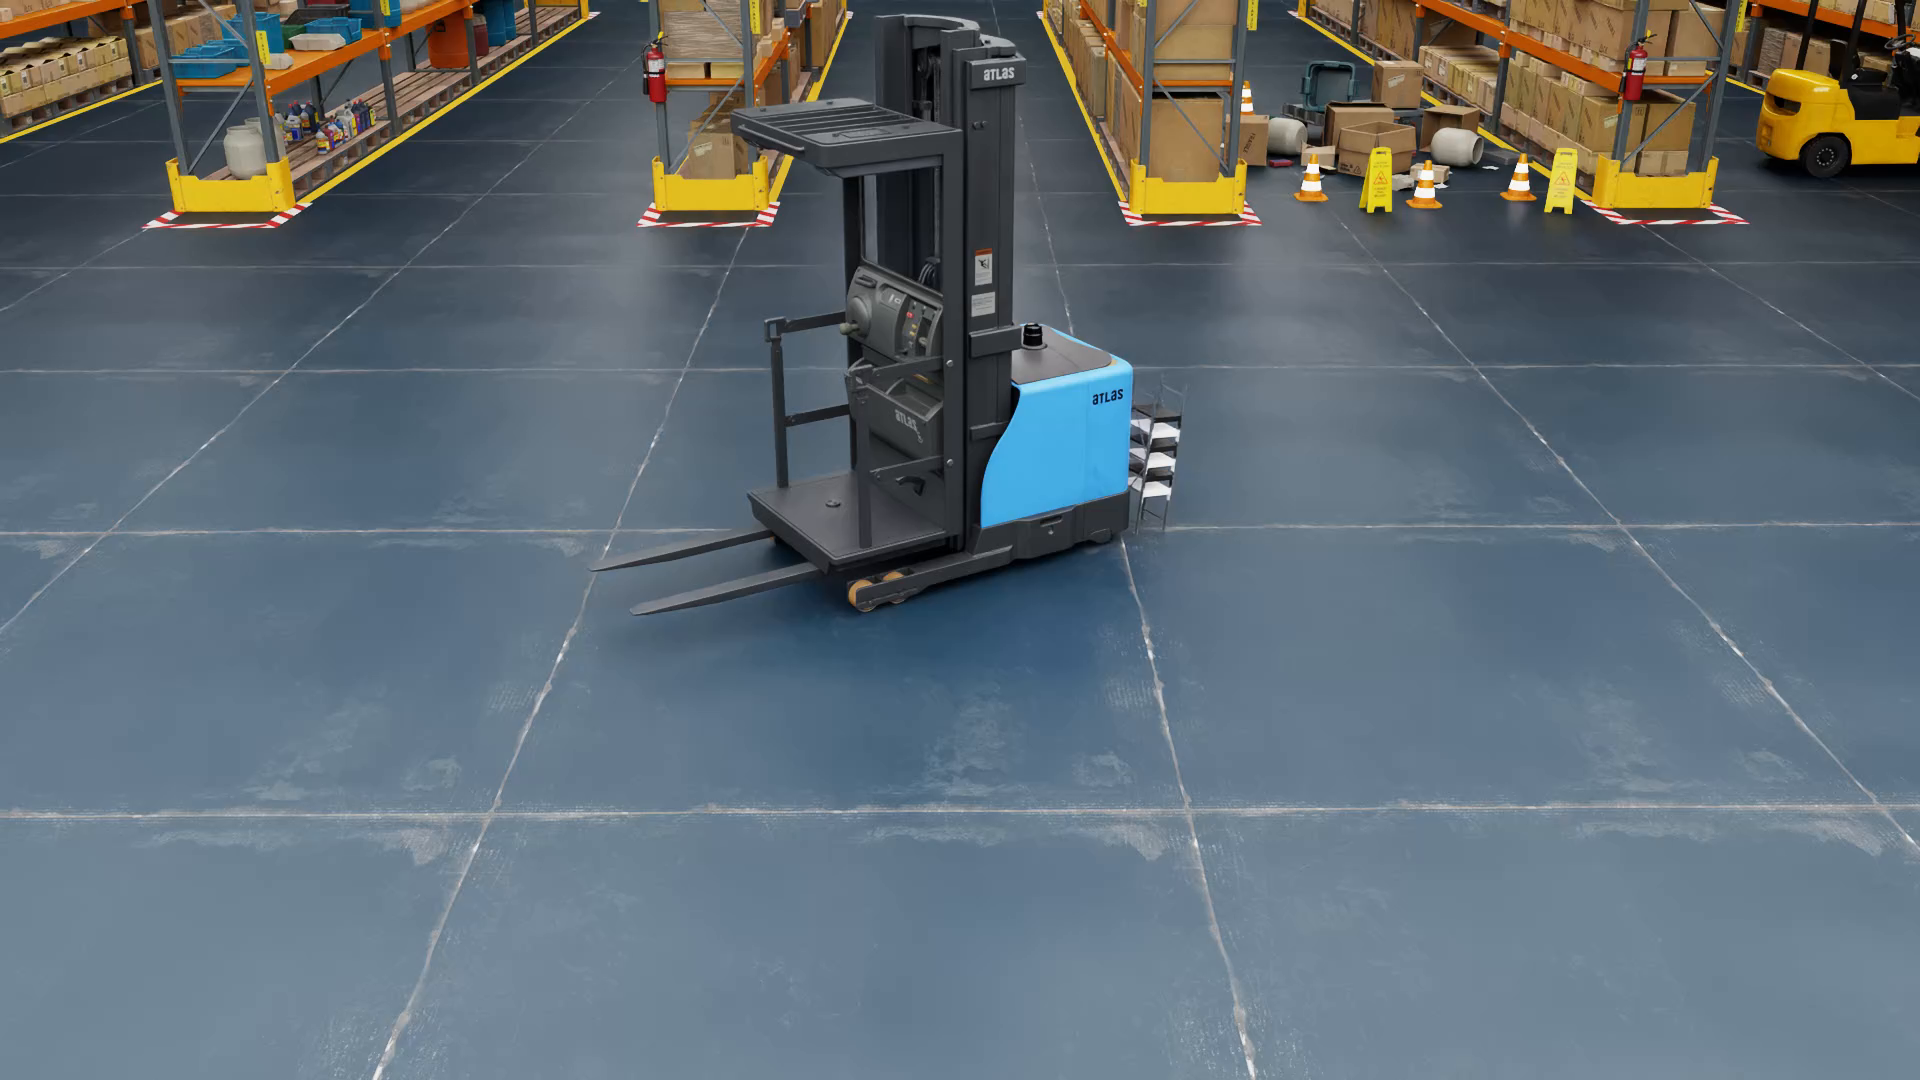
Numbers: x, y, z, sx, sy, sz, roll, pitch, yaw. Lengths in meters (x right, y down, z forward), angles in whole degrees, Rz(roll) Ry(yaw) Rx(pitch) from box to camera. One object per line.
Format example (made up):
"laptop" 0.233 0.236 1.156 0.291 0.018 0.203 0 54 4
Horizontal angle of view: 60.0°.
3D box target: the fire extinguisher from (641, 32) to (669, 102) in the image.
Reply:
"fire extinguisher" -3.060 -4.759 16.726 0.296 0.674 0.183 0 24 -1

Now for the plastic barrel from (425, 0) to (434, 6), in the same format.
"plastic barrel" -7.411 -7.572 22.717 0.421 0.512 0.421 0 24 0

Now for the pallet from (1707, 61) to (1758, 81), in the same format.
"pallet" 12.215 -7.246 25.515 1.003 0.211 1.213 0 24 -1

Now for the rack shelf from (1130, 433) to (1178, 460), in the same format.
"rack shelf" 1.115 -0.553 9.720 0.200 0.077 0.258 -7 24 -30

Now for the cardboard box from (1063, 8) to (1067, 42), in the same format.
"cardboard box" 1.972 -8.516 27.462 0.500 0.500 0.500 1 24 1

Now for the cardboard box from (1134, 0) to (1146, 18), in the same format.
"cardboard box" 2.297 -5.764 17.362 0.875 0.550 0.550 0 24 -1

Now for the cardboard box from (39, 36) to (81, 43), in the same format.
"cardboard box" -12.881 -7.074 23.897 0.500 0.311 0.500 1 24 1

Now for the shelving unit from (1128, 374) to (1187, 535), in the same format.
"shelving unit" 1.109 -0.500 9.740 0.210 0.900 0.258 -7 24 -30

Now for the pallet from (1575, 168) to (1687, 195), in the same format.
"pallet" 7.335 -3.984 18.302 1.003 0.211 1.213 0 24 -1

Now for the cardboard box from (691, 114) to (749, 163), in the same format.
"cardboard box" -2.631 -4.400 18.361 0.500 0.500 0.500 6 25 13

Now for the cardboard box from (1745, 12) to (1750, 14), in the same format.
"cardboard box" 11.976 -8.089 25.731 0.380 0.149 0.250 0 24 1

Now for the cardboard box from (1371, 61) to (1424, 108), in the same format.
"cardboard box" 5.486 -5.722 20.876 0.500 0.500 0.500 0 24 -1

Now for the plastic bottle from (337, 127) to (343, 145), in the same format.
"plastic bottle" -7.267 -4.719 19.405 0.097 0.201 0.097 0 24 0

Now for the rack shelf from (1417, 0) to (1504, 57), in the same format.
"rack shelf" 7.244 -7.033 22.533 1.077 0.370 4.000 0 24 -1

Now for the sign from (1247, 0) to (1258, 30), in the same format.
"sign" 2.915 -5.255 16.582 0.100 0.325 0.005 0 24 -1

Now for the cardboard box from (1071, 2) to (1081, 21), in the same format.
"cardboard box" 1.997 -8.213 25.883 0.500 0.250 0.500 0 24 1

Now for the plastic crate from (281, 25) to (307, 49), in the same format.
"plastic crate" -7.864 -5.812 19.219 0.450 0.188 0.662 0 24 -1

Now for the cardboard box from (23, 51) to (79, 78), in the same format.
"cardboard box" -12.323 -6.448 22.513 0.500 0.311 0.500 0 24 1

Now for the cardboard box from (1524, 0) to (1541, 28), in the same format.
"cardboard box" 7.020 -6.328 19.619 0.500 0.500 0.500 0 24 -1

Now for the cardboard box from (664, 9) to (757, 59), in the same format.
"cardboard box" -2.579 -5.251 17.239 0.875 0.500 0.500 0 24 -1

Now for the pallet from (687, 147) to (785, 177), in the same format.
"pallet" -2.585 -4.441 19.312 1.003 0.211 1.213 0 24 -1

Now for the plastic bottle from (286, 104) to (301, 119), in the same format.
"plastic bottle" -8.001 -5.051 19.958 0.144 0.351 0.185 -1 24 -3

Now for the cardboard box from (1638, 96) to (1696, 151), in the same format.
"cardboard box" 7.576 -4.512 18.003 0.500 0.500 0.500 -1 24 -2

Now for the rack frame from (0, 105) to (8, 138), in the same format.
"rack frame" -12.550 -6.449 20.369 1.000 3.000 0.127 0 24 -1

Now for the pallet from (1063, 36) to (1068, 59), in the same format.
"pallet" 2.239 -8.178 27.575 1.003 0.211 1.213 0 24 -1

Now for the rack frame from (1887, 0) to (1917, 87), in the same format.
"rack frame" 12.229 -6.560 20.615 1.000 3.000 0.127 0 24 -1

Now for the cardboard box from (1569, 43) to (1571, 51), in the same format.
"cardboard box" 7.094 -5.557 18.701 0.380 0.149 0.250 0 24 -1

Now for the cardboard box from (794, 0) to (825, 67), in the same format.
"cardboard box" -2.674 -7.648 25.088 1.225 0.875 0.875 -1 24 -3

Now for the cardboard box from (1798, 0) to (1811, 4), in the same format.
"cardboard box" 11.959 -7.537 22.956 0.500 0.250 0.500 -1 24 -2

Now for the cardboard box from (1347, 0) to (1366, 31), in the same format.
"cardboard box" 7.279 -9.116 28.865 0.875 0.438 0.875 -1 24 -1

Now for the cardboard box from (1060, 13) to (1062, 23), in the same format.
"cardboard box" 1.908 -8.925 28.433 0.380 0.149 0.250 0 24 0

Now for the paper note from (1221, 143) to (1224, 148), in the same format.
"paper note" 3.230 -4.847 20.429 0.147 0.020 0.142 -19 31 -36

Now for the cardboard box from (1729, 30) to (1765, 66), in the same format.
"cardboard box" 11.966 -7.434 25.071 0.500 0.500 0.500 0 24 1

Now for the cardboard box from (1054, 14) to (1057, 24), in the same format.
"cardboard box" 1.873 -9.248 29.507 0.380 0.149 0.250 0 24 -1

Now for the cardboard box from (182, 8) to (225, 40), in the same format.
"cardboard box" -12.348 -8.401 27.185 0.500 0.500 0.500 0 24 0

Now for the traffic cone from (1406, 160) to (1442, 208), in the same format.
"traffic cone" 4.908 -3.759 17.499 0.336 0.463 0.334 0 24 -1

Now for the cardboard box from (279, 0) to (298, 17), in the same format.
"cardboard box" -12.448 -9.727 30.419 0.500 0.250 0.500 0 24 -1

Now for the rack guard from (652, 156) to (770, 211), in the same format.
"rack guard" -2.601 -3.736 17.404 1.175 0.500 0.348 0 24 -1

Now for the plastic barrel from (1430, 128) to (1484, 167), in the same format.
"plastic barrel" 5.773 -4.559 19.316 0.512 0.421 0.421 19 30 35

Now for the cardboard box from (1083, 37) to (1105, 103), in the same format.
"cardboard box" 2.213 -6.292 22.242 1.050 0.750 0.750 0 24 -1

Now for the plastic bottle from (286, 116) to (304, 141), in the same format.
"plastic bottle" -7.848 -4.853 19.611 0.152 0.276 0.135 0 24 -1

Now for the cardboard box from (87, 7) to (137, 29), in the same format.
"cardboard box" -12.843 -7.908 25.184 0.500 0.250 0.500 1 24 1

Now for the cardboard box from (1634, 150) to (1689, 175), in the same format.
"cardboard box" 7.577 -4.160 18.136 0.500 0.250 0.500 0 24 -1

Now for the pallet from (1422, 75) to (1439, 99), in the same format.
"pallet" 7.229 -6.592 24.069 1.003 0.211 1.213 0 24 -1

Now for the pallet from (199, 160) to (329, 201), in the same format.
"pallet" -7.604 -3.917 18.154 1.003 0.211 1.213 0 24 -1

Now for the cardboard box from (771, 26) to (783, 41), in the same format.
"cardboard box" -2.298 -5.981 19.640 0.380 0.149 0.250 0 24 -1

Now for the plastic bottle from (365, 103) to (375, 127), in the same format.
"plastic bottle" -7.262 -5.236 20.449 0.061 0.283 0.133 1 24 2

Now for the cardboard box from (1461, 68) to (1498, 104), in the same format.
"cardboard box" 7.246 -6.043 22.150 0.950 0.372 0.625 1 24 3

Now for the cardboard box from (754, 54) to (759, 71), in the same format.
"cardboard box" -2.336 -5.054 17.589 0.380 0.149 0.250 0 24 -1

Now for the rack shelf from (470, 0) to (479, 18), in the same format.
"rack shelf" -7.662 -8.614 26.029 1.077 0.370 4.000 0 24 -1

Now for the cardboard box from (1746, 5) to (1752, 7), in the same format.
"cardboard box" 12.463 -8.417 26.456 0.380 0.149 0.250 -1 24 -3

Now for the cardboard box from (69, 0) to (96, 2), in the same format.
"cardboard box" -12.307 -7.613 23.248 0.380 0.149 0.250 0 24 -1

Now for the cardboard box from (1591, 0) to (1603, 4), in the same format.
"cardboard box" 7.087 -5.943 17.554 0.700 0.500 0.500 0 24 0

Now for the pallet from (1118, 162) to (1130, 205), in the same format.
"pallet" 2.273 -3.883 18.079 1.003 0.211 1.213 0 24 -1

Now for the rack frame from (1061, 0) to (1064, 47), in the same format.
"rack frame" 2.229 -9.769 27.710 1.000 3.000 0.127 0 24 -1

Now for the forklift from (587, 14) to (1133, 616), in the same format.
"forklift" -0.534 -1.200 8.846 3.031 2.935 1.130 -14 28 -29

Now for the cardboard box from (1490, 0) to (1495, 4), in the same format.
"cardboard box" 6.999 -6.933 21.234 0.380 0.149 0.250 -1 24 -2
